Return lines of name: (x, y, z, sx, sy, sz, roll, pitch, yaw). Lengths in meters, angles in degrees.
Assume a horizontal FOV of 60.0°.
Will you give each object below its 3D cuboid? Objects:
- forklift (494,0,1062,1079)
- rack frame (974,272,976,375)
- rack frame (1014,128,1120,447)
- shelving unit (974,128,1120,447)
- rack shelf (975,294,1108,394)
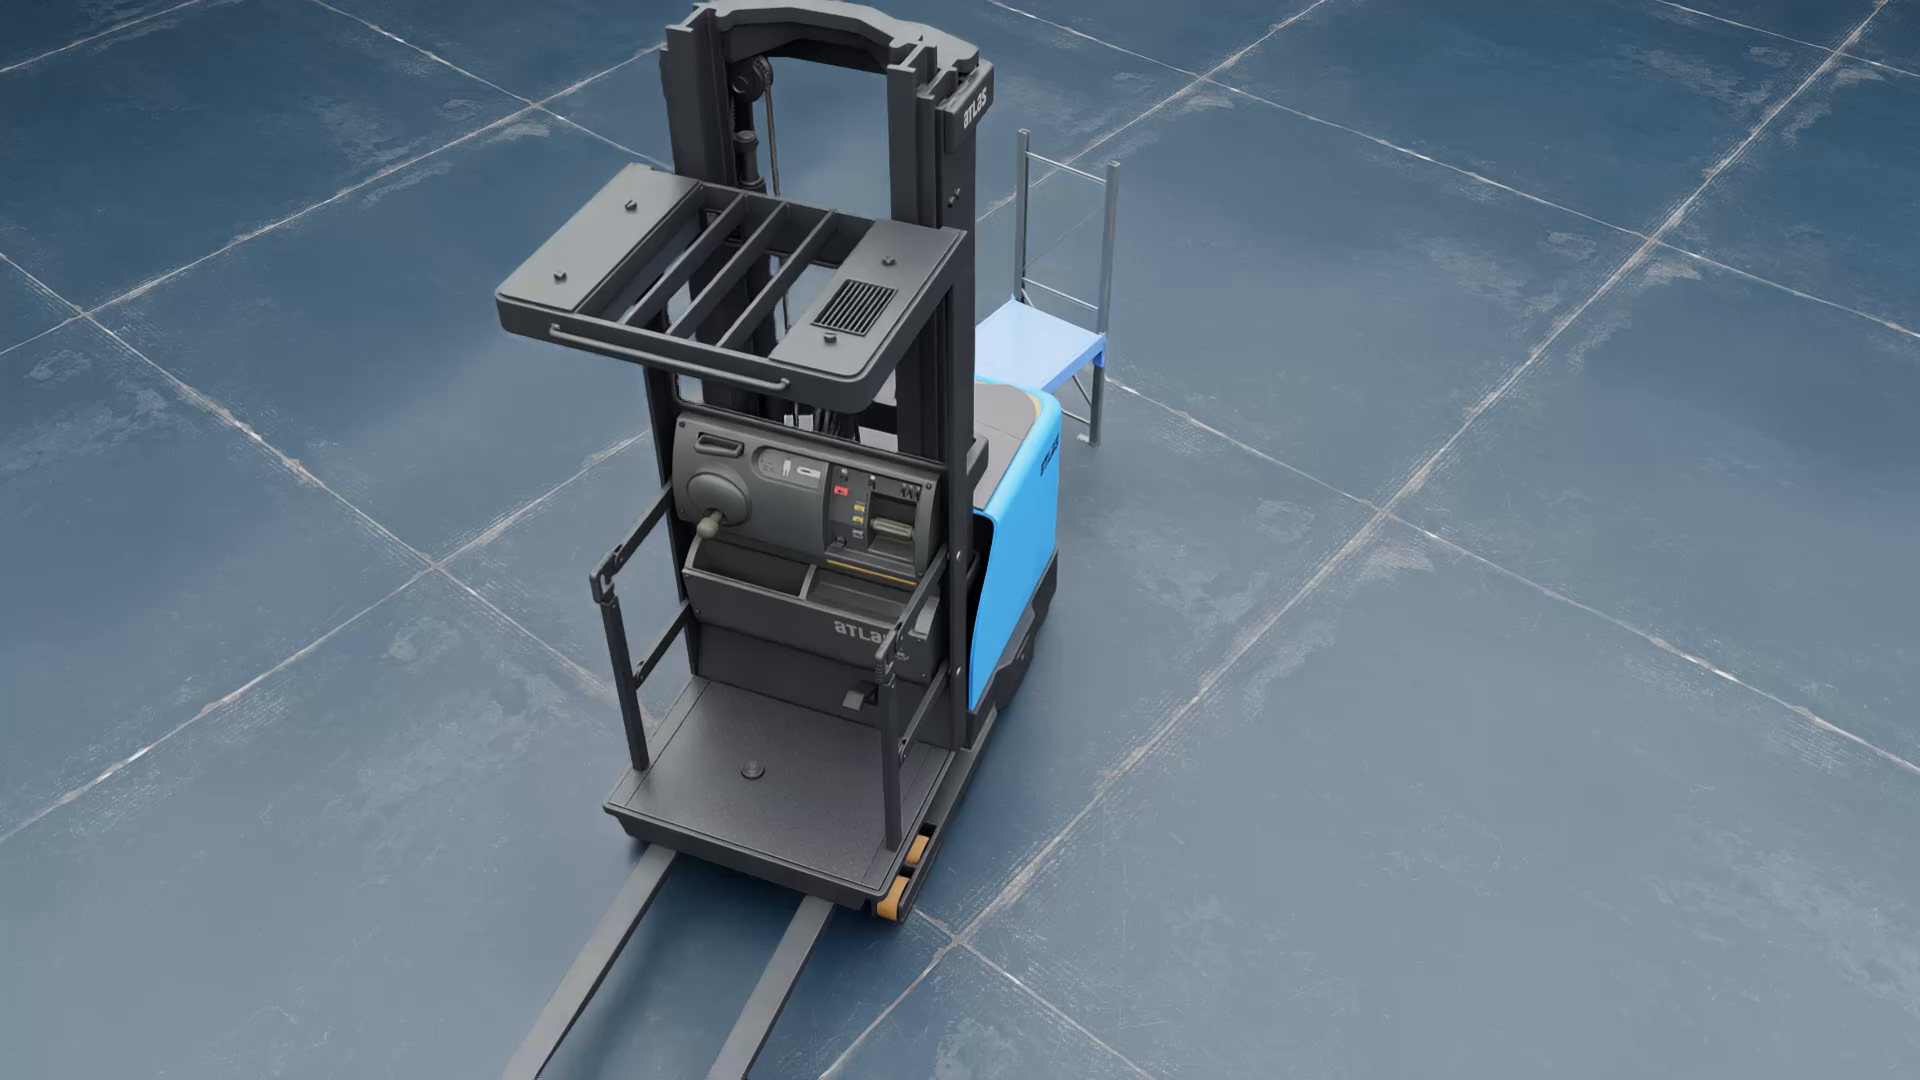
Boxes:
forklift: (-0.594, -0.051, 5.309, 1.130, 2.935, 3.031, 15, 44, 15)
rack frame: (-0.149, -0.558, 6.931, 0.500, 1.500, 0.032, 27, 49, 26)
rack frame: (0.458, -1.107, 7.535, 0.500, 1.500, 0.032, 27, 49, 26)
shelving unit: (0.154, -0.832, 7.233, 0.538, 1.500, 1.048, 27, 49, 26)
rack shelf: (0.154, -0.699, 7.354, 0.538, 0.185, 1.000, 27, 49, 26)
